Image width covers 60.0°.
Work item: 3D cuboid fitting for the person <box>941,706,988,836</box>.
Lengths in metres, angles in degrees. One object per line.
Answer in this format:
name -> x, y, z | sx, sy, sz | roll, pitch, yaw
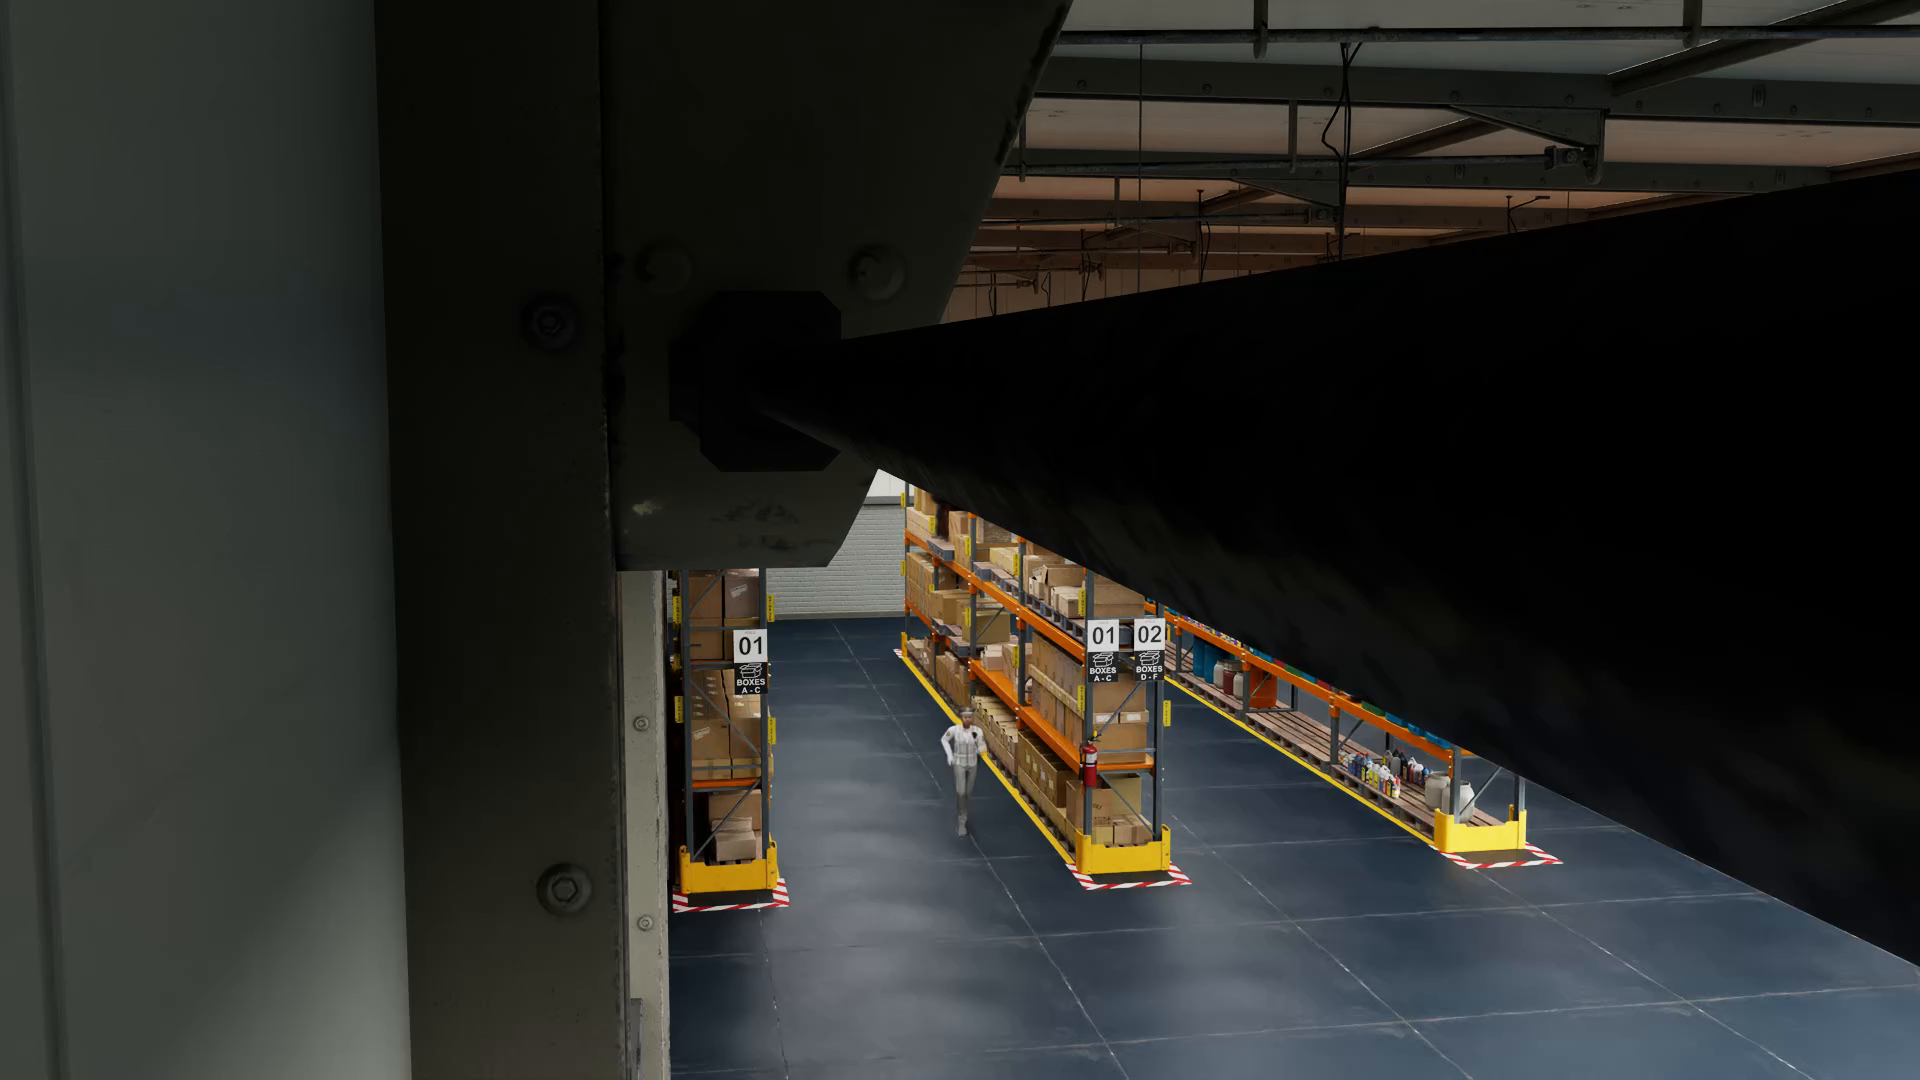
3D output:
person -> 0.064, 3.135, 22.818 | 0.578, 1.749, 0.764 | -1, 6, -13
